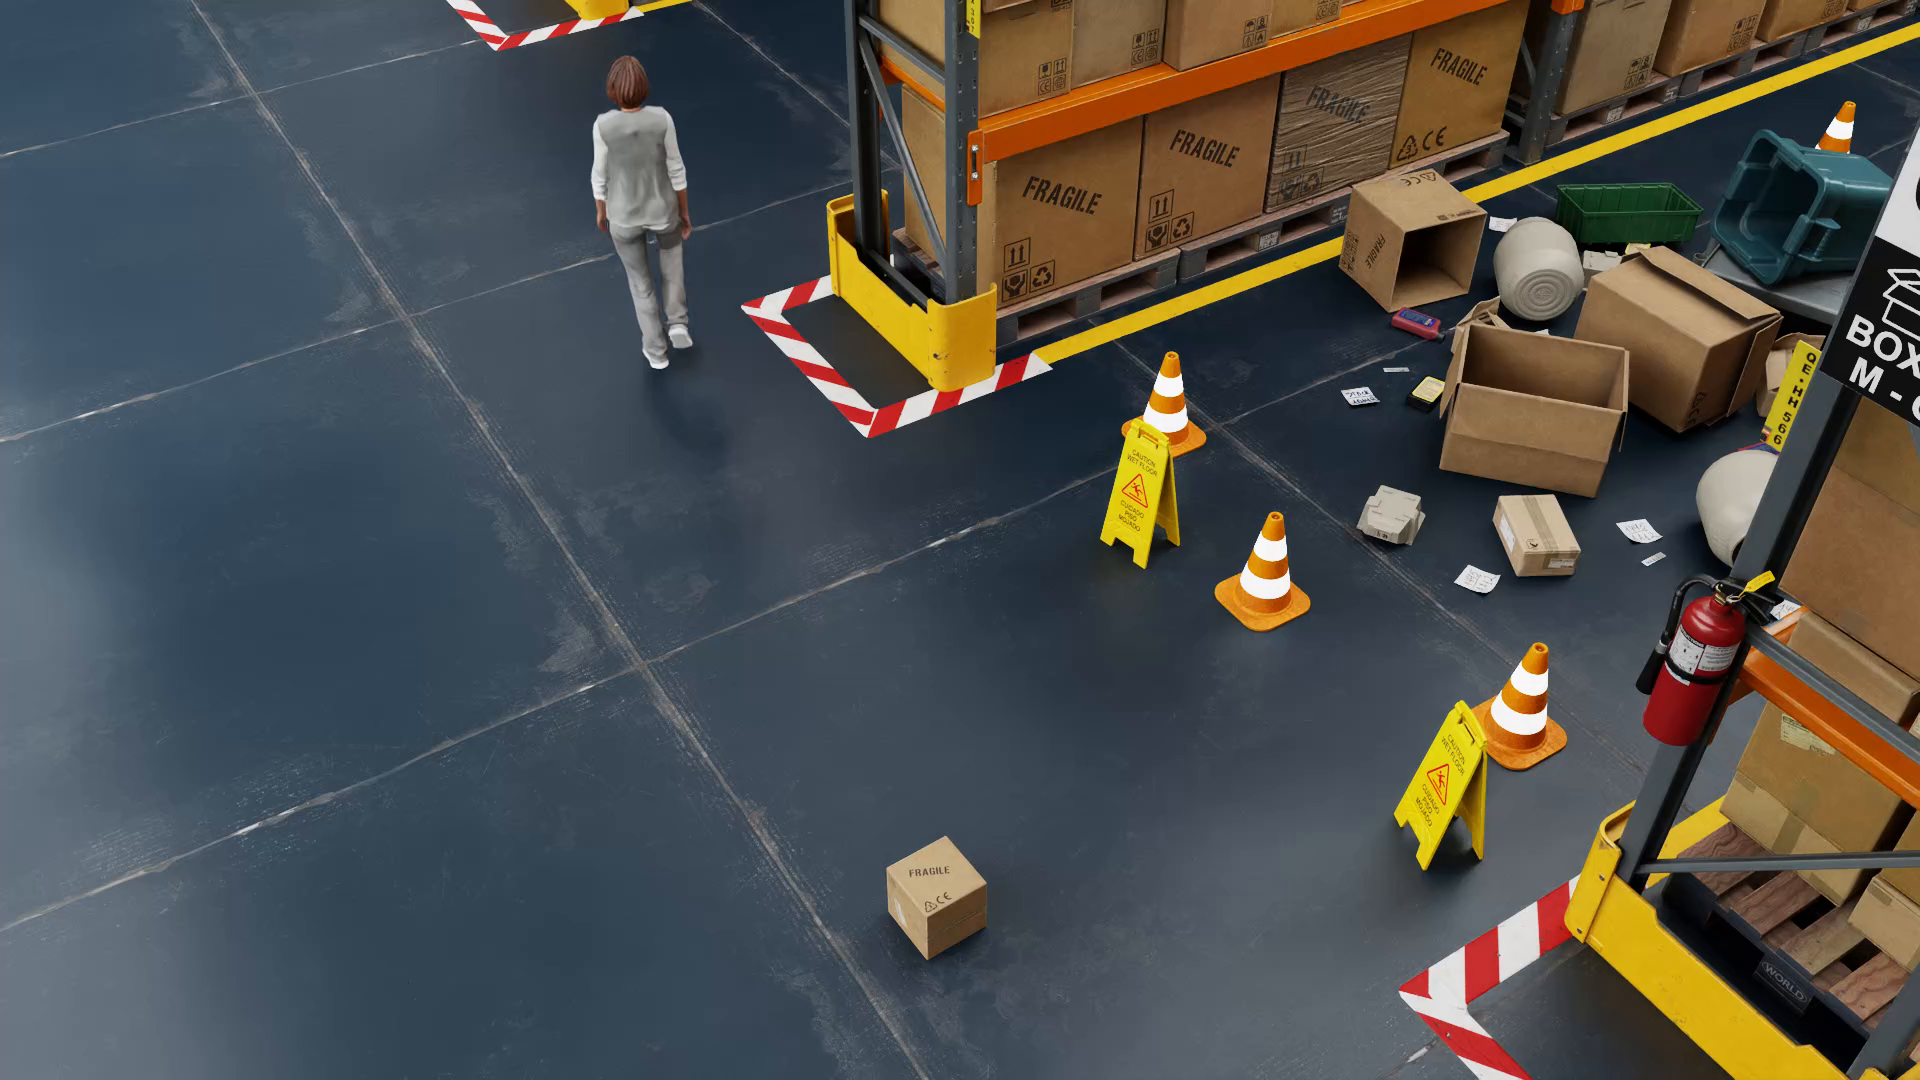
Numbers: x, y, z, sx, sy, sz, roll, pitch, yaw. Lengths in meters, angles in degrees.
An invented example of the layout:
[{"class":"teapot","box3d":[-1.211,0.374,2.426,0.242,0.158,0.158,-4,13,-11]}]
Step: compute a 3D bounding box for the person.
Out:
[{"class":"person","box3d":[-1.508,-1.558,7.903,0.433,1.598,0.428,-12,43,-13]}]
